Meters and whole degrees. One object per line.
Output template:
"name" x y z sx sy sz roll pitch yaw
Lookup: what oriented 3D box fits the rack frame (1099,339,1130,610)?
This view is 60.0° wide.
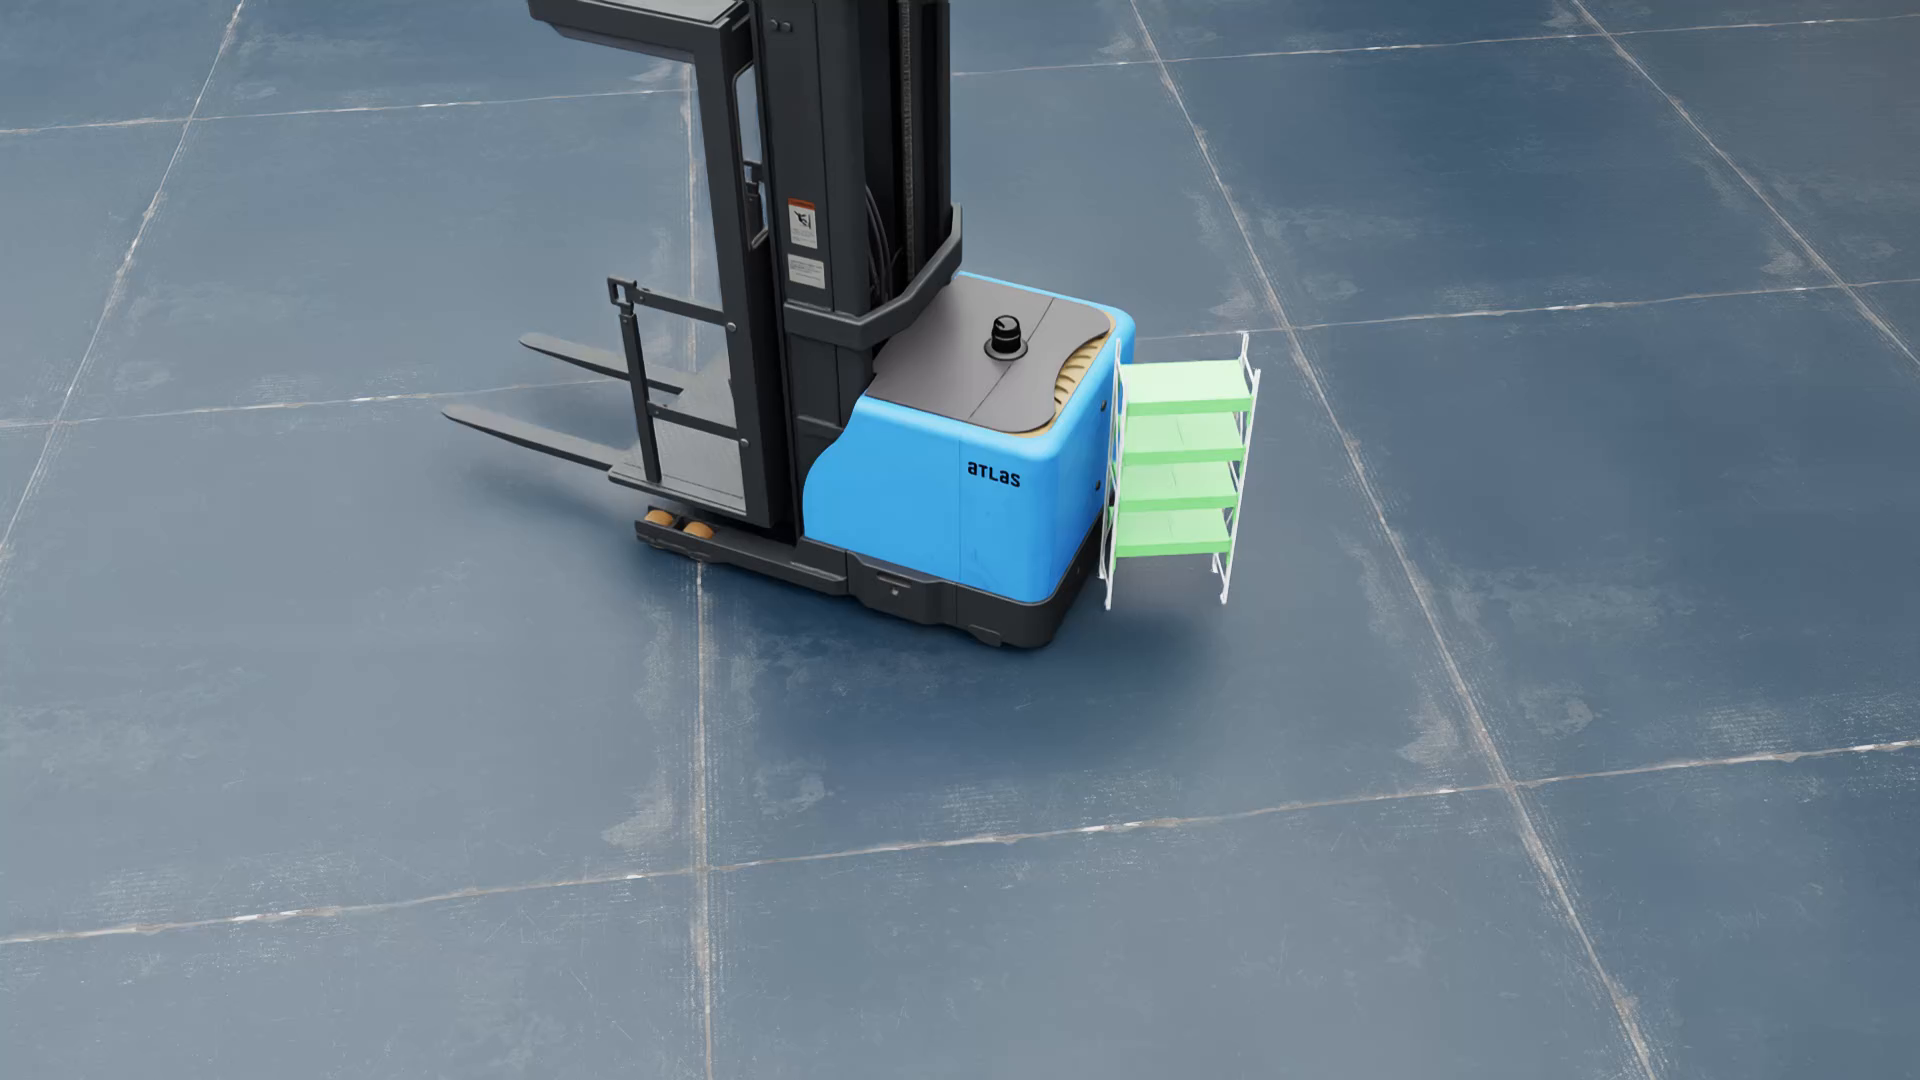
"rack frame" 0.609 -0.235 6.614 0.015 1.200 0.240 -3 42 -3

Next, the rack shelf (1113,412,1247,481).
"rack shelf" 0.853 -0.377 6.509 0.480 0.148 0.258 -3 42 -3

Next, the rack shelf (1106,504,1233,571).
"rack shelf" 0.853 -0.021 6.831 0.480 0.148 0.258 -3 42 -3

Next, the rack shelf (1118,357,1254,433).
"rack shelf" 0.853 -0.555 6.349 0.480 0.148 0.258 -3 42 -3

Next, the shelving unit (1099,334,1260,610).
"shelving unit" 0.853 -0.246 6.627 0.503 1.200 0.258 -3 42 -3

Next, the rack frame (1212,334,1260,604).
"rack frame" 1.096 -0.258 6.640 0.015 1.200 0.240 -3 42 -3

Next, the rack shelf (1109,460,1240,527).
"rack shelf" 0.853 -0.199 6.670 0.480 0.148 0.258 -3 42 -3

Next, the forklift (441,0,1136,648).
"forklift" -0.845 -1.307 6.511 3.031 2.935 1.130 16 45 17
